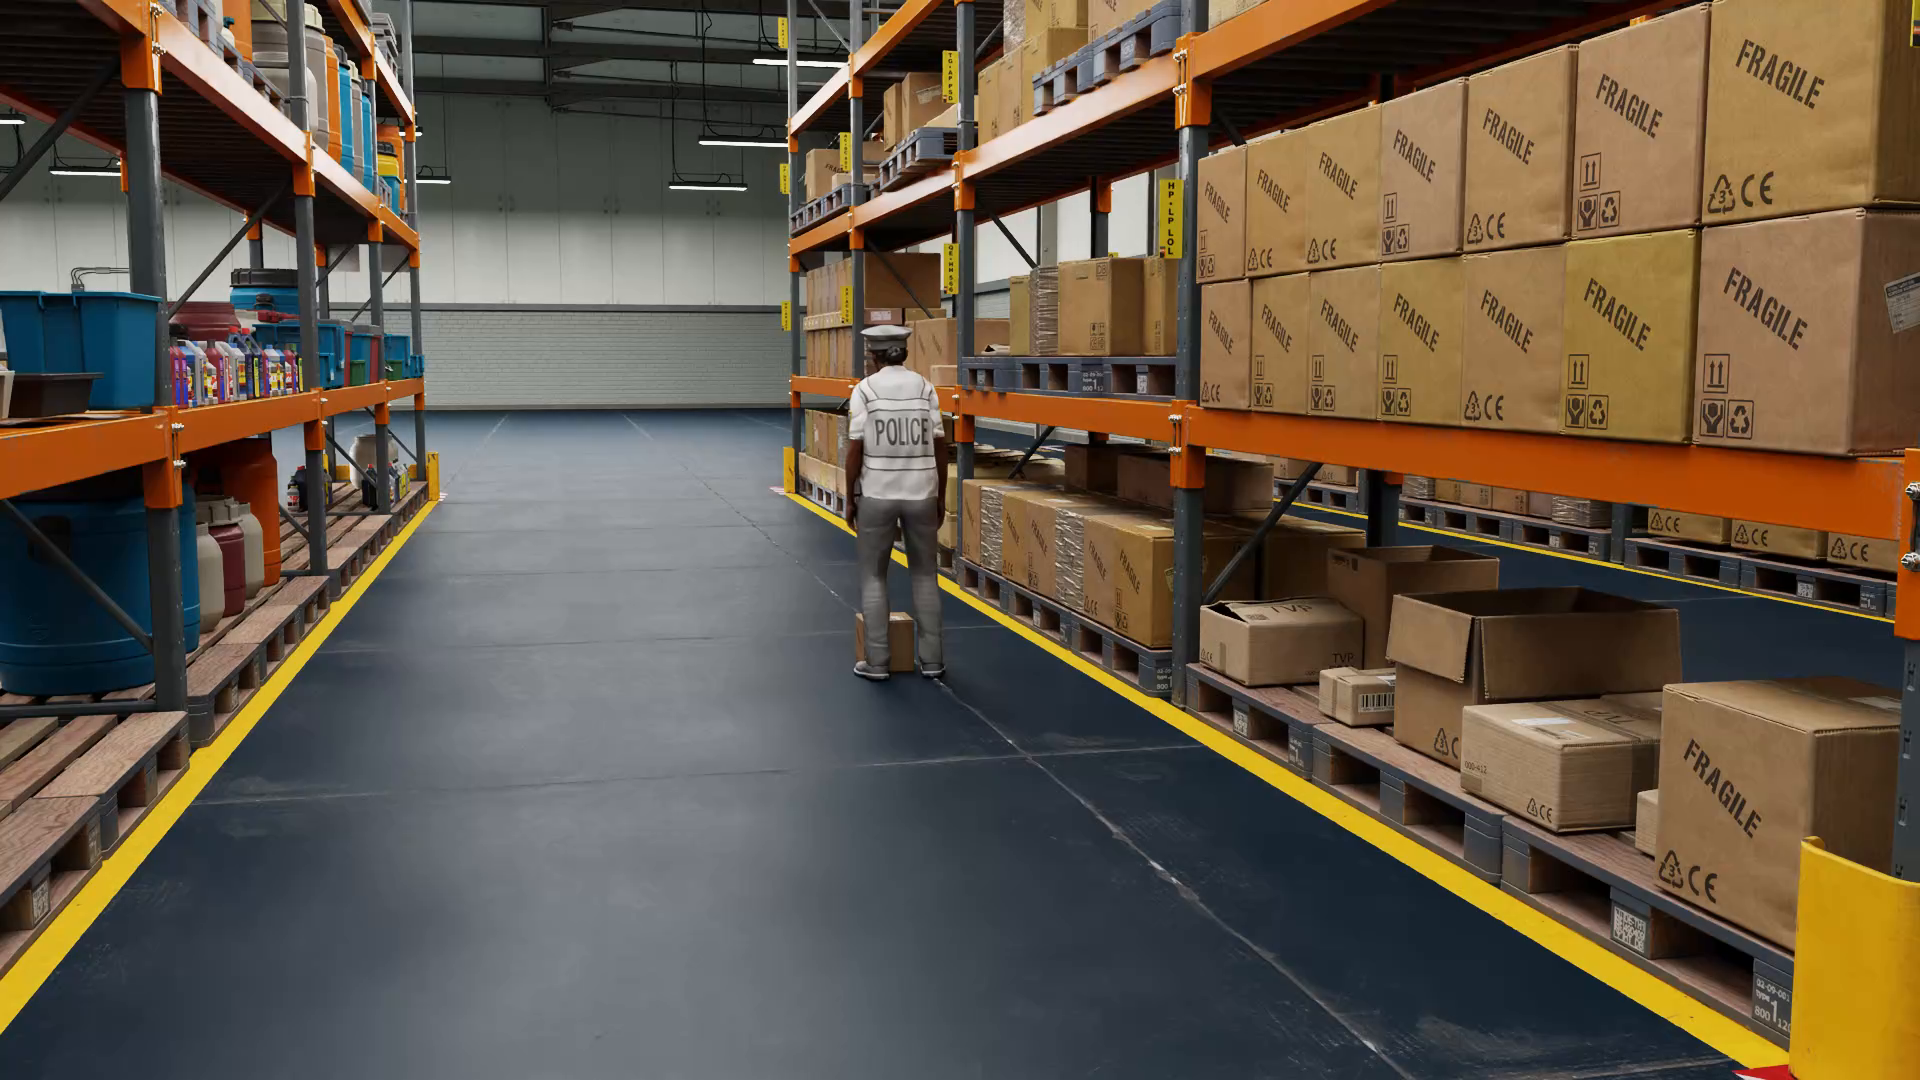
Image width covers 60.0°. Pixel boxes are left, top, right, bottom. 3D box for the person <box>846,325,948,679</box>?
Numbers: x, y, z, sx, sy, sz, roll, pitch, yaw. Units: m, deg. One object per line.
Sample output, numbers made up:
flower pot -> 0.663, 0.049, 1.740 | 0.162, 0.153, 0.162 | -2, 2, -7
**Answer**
person -> -0.294, -0.176, 7.810 | 0.504, 1.657, 0.394 | -2, 6, -15
